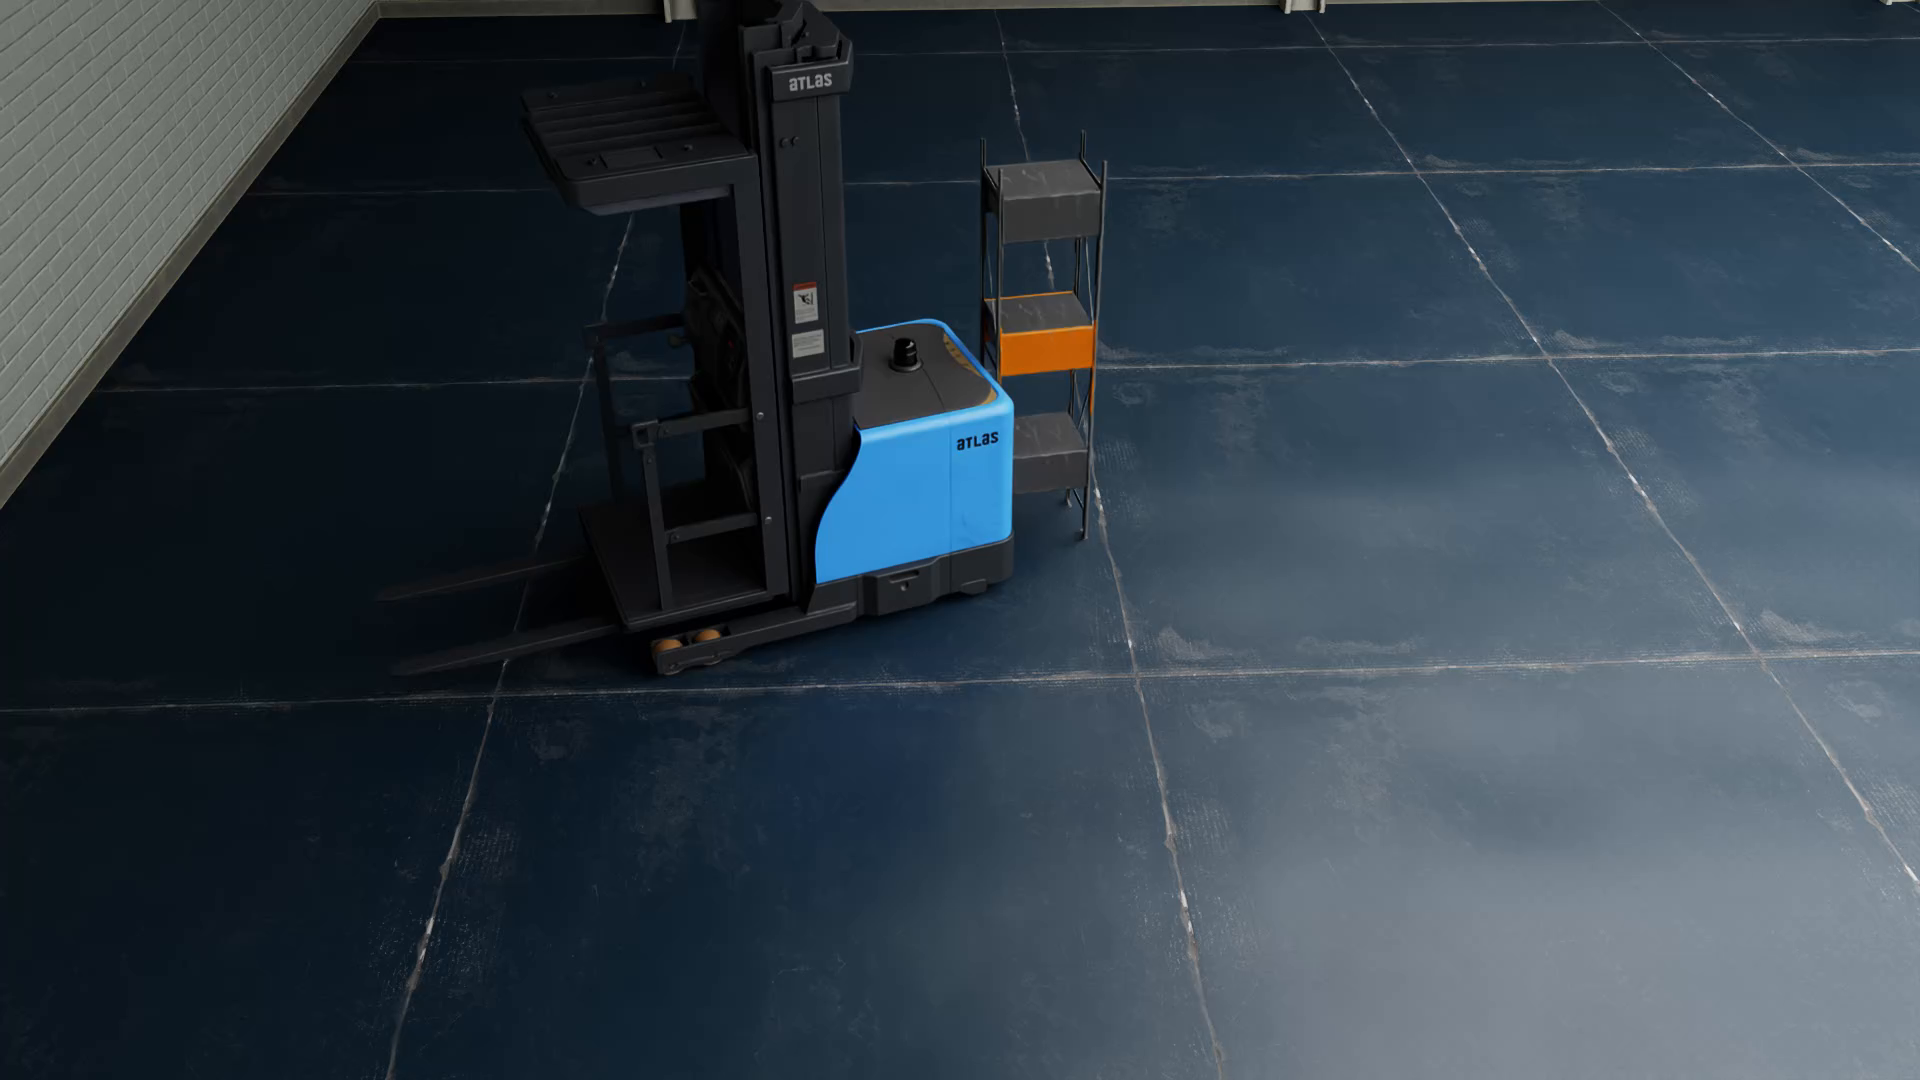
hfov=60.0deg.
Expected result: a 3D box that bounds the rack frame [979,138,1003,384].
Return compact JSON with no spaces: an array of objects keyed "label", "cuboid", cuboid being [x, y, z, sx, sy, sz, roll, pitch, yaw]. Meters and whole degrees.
[{"label":"rack frame","cuboid":[0.146,-0.918,8.268,0.015,2.100,0.400,-7,35,-10]}]

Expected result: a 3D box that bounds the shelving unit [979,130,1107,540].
[{"label":"shelving unit","cuboid":[0.385,-0.947,8.309,0.503,2.100,0.431,-7,35,-10]}]

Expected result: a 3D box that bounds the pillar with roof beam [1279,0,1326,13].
[{"label":"pillar with roof beam","cuboid":[3.555,-6.478,10.239,0.400,9.000,9.100,-2,35,-2]}]

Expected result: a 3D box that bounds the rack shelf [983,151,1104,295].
[{"label":"rack shelf","cuboid":[0.385,-1.511,7.918,0.480,0.518,0.431,-7,35,-10]}]

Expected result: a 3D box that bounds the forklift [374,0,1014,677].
[{"label":"forklift","cuboid":[-1.298,-0.911,7.527,3.031,2.935,1.130,-13,37,-18]}]

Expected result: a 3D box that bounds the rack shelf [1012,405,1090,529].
[{"label":"rack shelf","cuboid":[0.385,-0.360,8.715,0.480,0.518,0.431,-7,35,-10]}]

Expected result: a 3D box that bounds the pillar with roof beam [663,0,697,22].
[{"label":"pillar with roof beam","cuboid":[-2.438,-6.317,10.006,0.400,9.000,9.100,-2,35,-2]}]

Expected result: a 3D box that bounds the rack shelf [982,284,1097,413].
[{"label":"rack shelf","cuboid":[0.385,-0.935,8.317,0.480,0.518,0.431,-7,35,-10]}]

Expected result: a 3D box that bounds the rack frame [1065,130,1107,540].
[{"label":"rack frame","cuboid":[0.624,-0.975,8.350,0.015,2.100,0.400,-7,35,-10]}]
